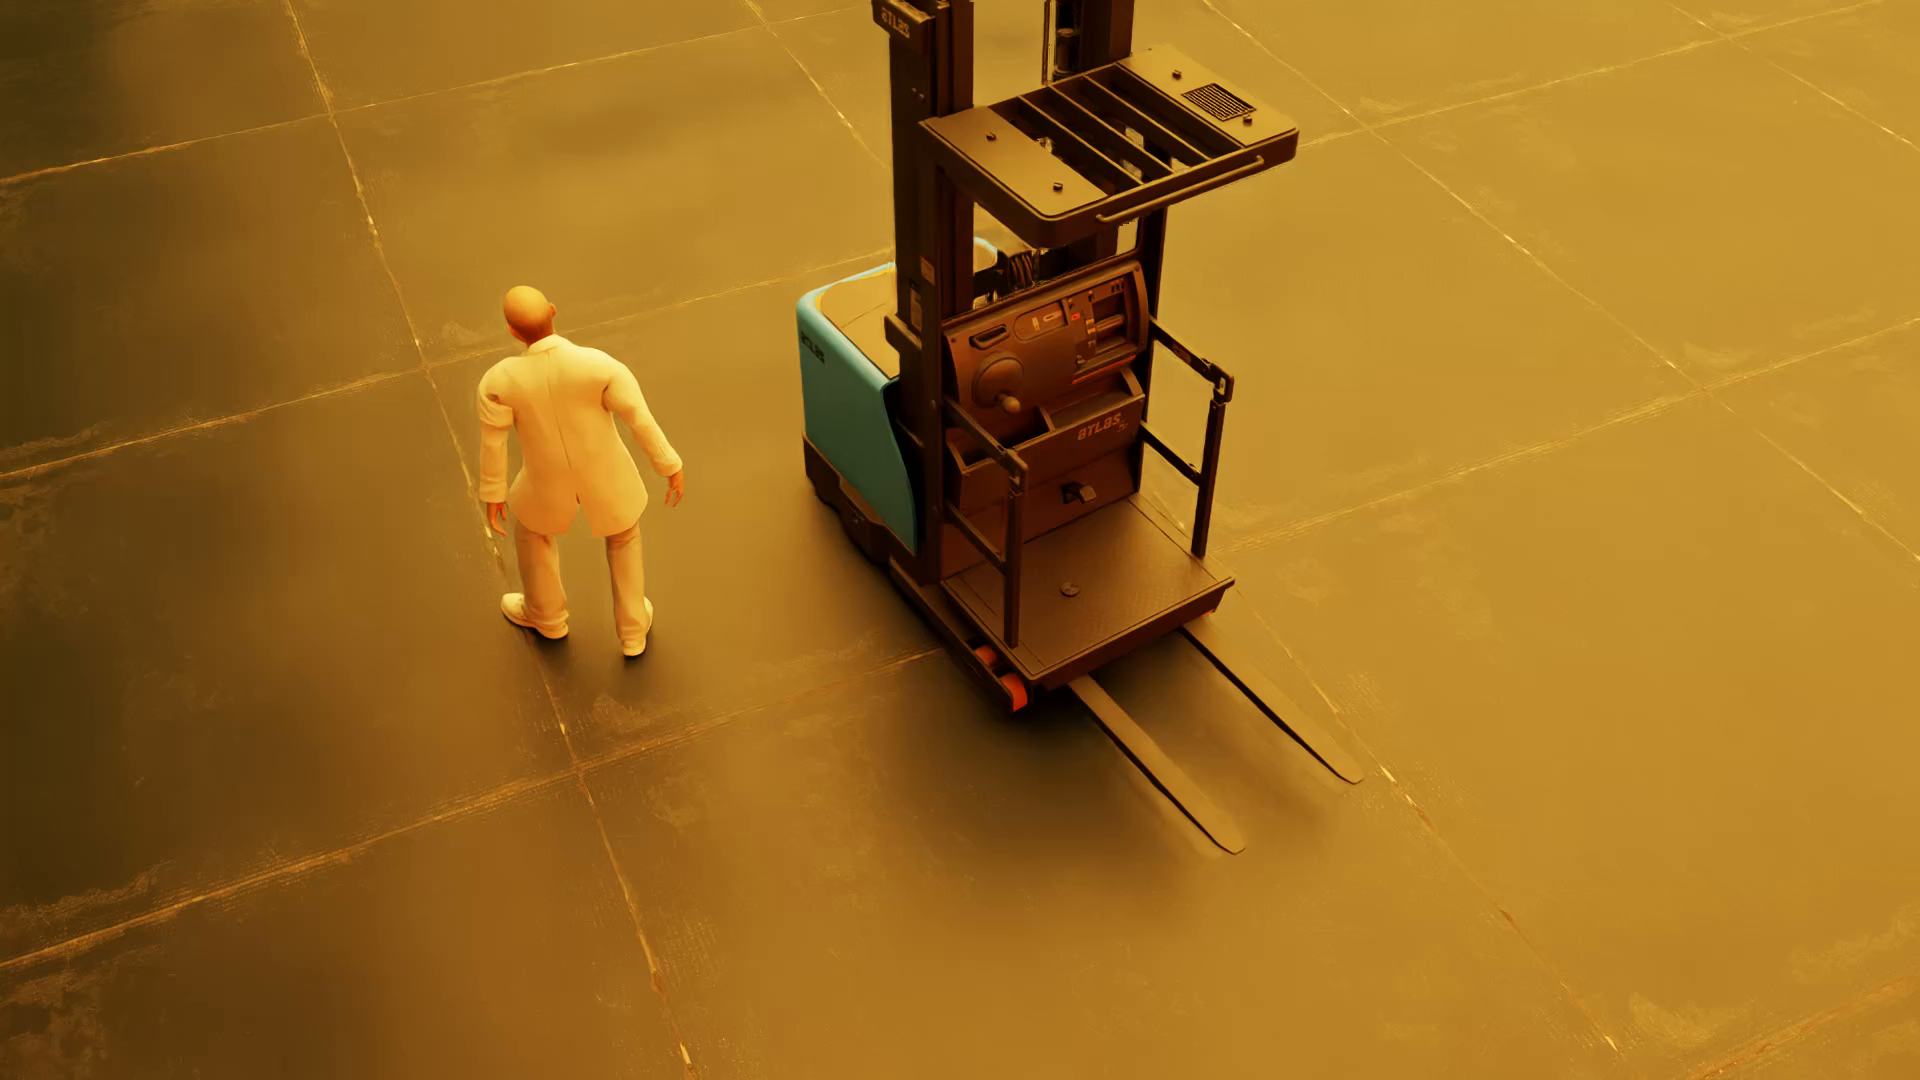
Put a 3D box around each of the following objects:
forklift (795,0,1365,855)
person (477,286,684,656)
[{"bbox_3d":[0.476,-0.716,6.447,1.130,2.935,3.031,-24,48,-24],"label":"forklift"},{"bbox_3d":[-1.594,-0.252,6.847,0.911,1.749,0.482,-5,43,-5],"label":"person"}]
